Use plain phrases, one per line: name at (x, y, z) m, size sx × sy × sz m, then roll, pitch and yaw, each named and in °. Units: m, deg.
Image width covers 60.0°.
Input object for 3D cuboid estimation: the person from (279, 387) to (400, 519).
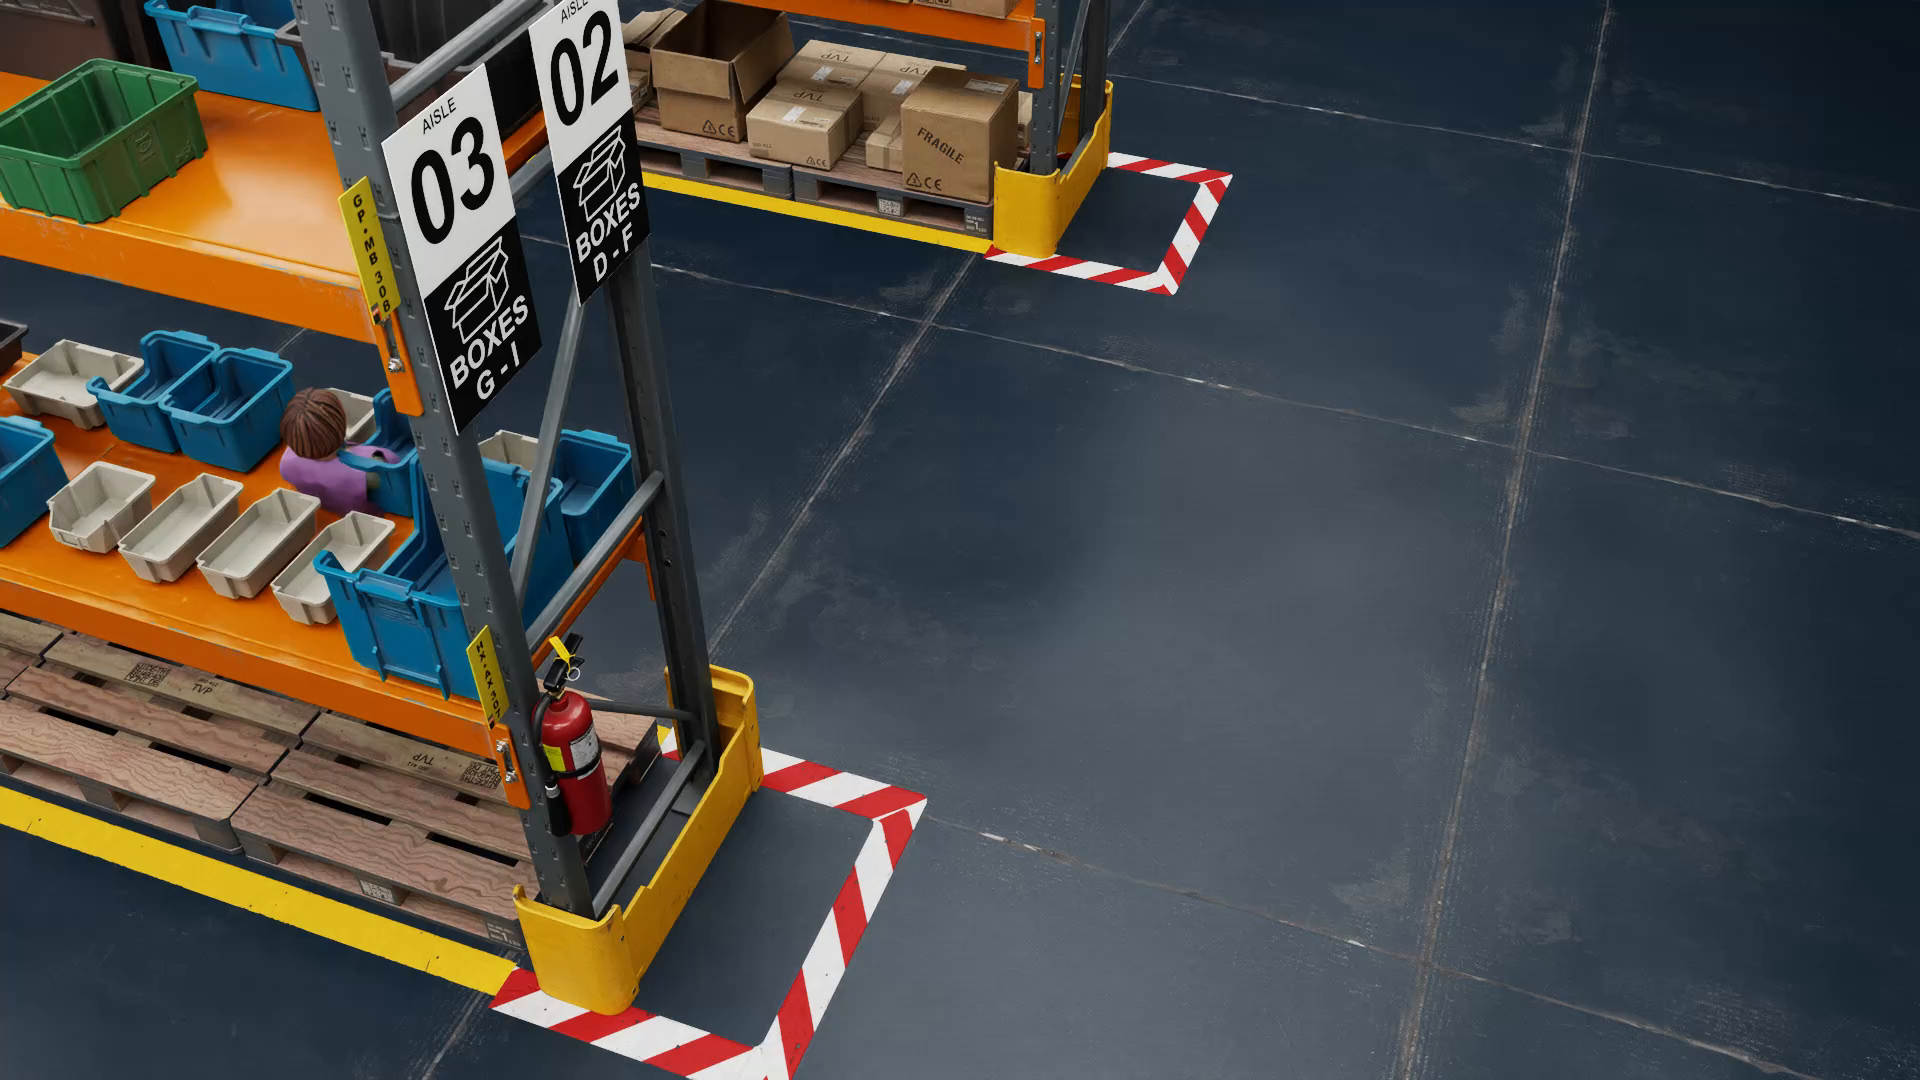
person at (-1.992, 0.029, 5.823) m, size 0.397 × 1.582 × 0.549 m, roll 10°, pitch 43°, yaw 11°
